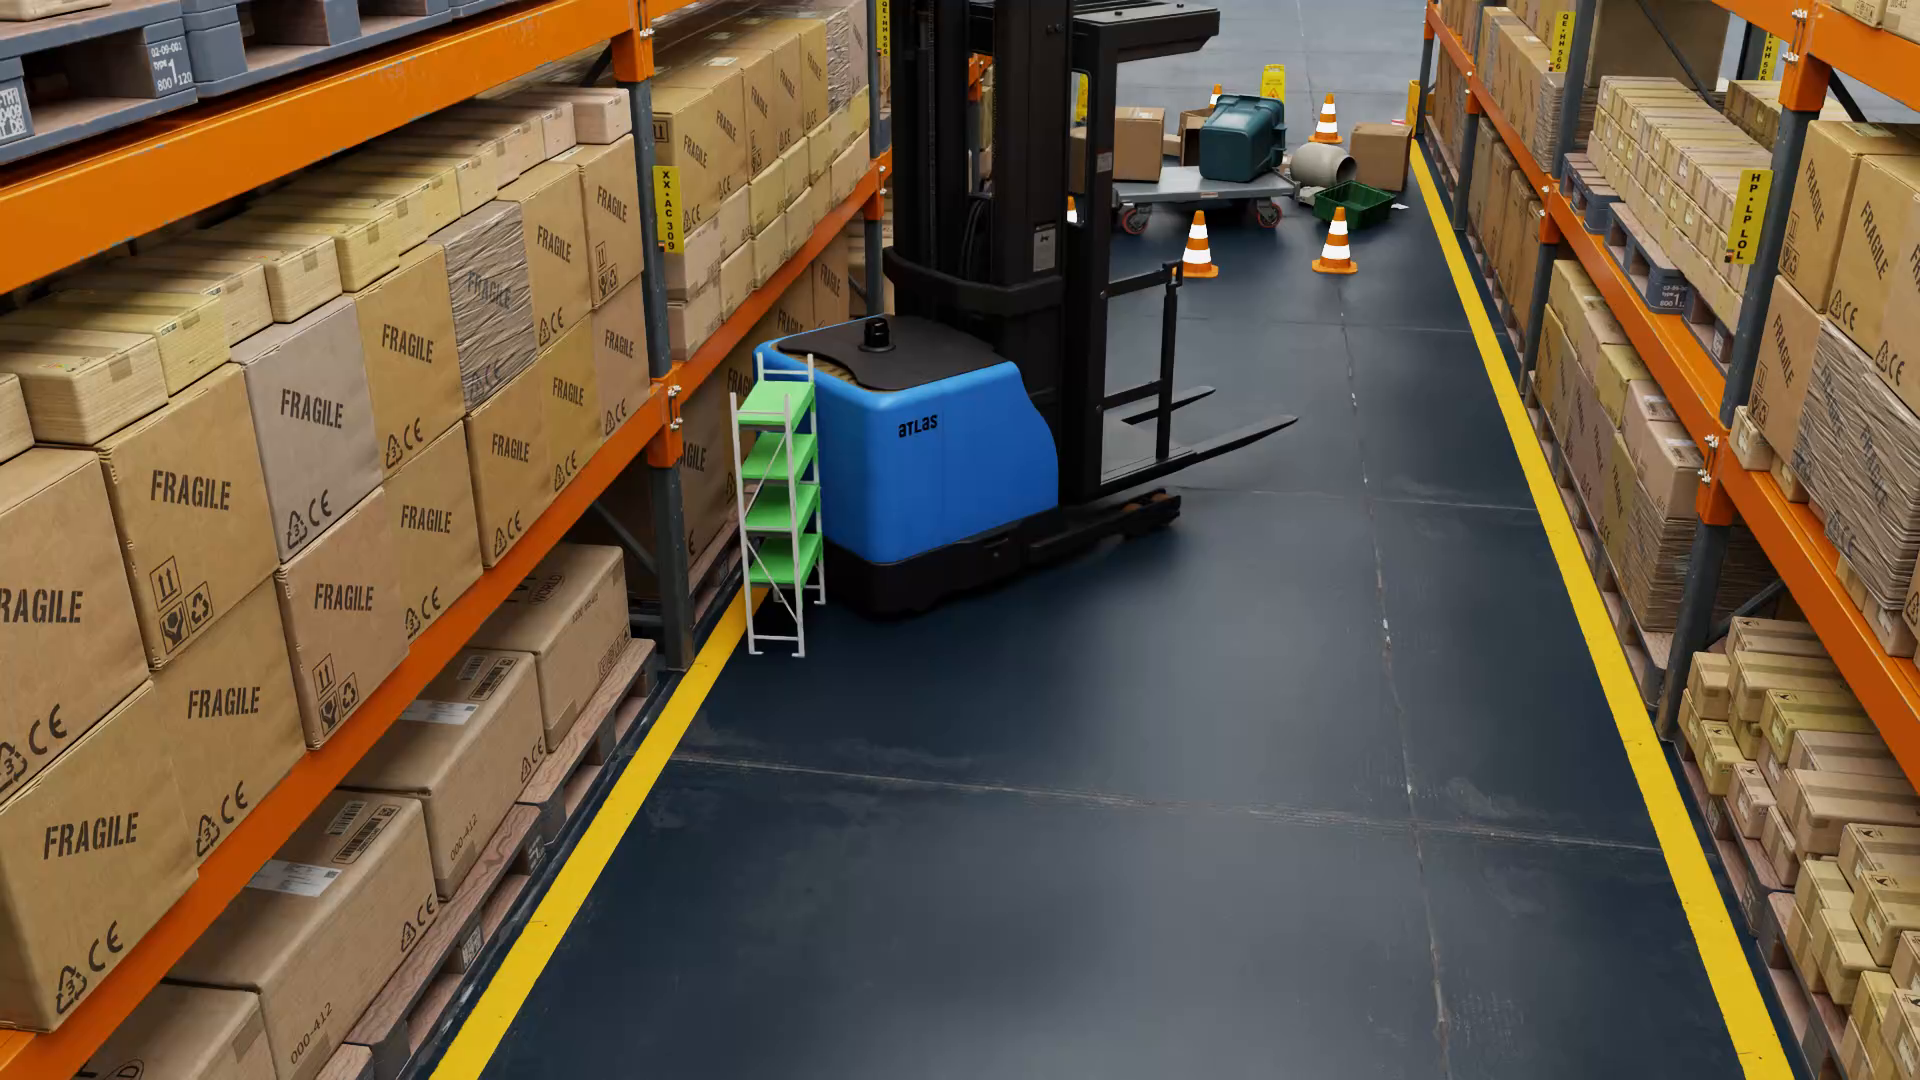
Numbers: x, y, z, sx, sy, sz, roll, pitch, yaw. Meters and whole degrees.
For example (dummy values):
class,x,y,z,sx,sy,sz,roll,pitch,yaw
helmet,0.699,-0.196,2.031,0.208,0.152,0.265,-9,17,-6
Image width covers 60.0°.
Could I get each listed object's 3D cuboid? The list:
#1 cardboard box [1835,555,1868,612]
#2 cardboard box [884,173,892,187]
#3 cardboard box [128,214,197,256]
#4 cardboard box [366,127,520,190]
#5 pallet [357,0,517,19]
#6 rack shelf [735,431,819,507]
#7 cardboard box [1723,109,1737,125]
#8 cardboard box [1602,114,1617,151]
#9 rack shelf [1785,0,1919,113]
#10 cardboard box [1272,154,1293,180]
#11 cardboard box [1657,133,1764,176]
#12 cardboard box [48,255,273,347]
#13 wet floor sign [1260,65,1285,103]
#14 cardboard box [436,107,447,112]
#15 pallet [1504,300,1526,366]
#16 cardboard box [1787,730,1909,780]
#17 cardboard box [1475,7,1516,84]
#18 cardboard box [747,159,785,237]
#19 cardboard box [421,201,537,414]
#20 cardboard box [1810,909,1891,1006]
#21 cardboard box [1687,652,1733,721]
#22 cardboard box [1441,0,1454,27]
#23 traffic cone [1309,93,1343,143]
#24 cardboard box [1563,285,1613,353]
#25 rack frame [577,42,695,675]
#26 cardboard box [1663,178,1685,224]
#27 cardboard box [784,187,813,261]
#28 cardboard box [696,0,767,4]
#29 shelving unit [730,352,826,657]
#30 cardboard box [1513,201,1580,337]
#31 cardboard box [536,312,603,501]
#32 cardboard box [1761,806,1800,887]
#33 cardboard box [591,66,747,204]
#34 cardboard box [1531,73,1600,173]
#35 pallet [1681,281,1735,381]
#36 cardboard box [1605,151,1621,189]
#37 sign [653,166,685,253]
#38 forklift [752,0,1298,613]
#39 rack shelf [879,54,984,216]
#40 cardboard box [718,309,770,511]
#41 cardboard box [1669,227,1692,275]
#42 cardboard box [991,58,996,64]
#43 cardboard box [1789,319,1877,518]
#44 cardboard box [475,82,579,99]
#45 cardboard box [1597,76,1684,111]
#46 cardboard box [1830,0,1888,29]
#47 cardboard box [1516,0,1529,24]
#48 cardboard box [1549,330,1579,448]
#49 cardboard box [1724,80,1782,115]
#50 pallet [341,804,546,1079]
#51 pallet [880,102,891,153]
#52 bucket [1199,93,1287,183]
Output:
class,x,y,z,sx,sy,sz,roll,pitch,yaw
cardboard box,2.773,0.103,4.788,0.380,0.149,0.250,4,25,9
cardboard box,-0.531,-2.675,13.032,0.950,0.372,0.625,6,26,12
cardboard box,-2.218,-0.779,4.313,0.380,0.149,0.250,5,26,10
cardboard box,-1.602,-1.177,5.165,0.380,0.149,0.250,4,25,8
pallet,-1.785,-1.827,5.181,1.003,0.211,1.213,4,25,9
rack shelf,-0.772,-0.309,7.071,0.258,0.148,0.480,2,26,6
cardboard box,4.281,-2.195,8.851,0.380,0.149,0.250,5,25,10
cardboard box,3.593,-2.131,8.715,0.380,0.149,0.250,5,26,11
rack shelf,2.932,-0.745,3.614,1.077,0.370,4.000,4,25,9
cardboard box,3.030,-3.503,15.421,0.396,0.266,0.258,8,26,18
cardboard box,3.388,-1.734,7.516,0.380,0.149,0.250,4,25,8
cardboard box,-1.820,-0.538,3.799,0.380,0.149,0.250,4,25,9
wet floor sign,3.271,-4.651,17.425,0.267,0.644,0.232,0,25,-1
cardboard box,-1.975,-1.419,5.682,0.380,0.149,0.250,4,25,9
pallet,4.116,-1.284,10.743,1.003,0.211,1.213,4,25,9
cardboard box,2.882,0.743,5.290,0.380,0.149,0.250,3,25,7
cardboard box,4.215,-3.739,12.582,0.500,0.500,0.500,4,25,9
cardboard box,-1.125,-1.602,7.721,0.500,0.250,0.500,4,25,9
cardboard box,-1.611,-0.706,4.923,0.500,0.500,0.500,4,25,9
cardboard box,2.643,1.192,4.683,0.380,0.149,0.250,4,25,9
cardboard box,2.884,0.547,6.061,0.380,0.149,0.250,5,26,11
cardboard box,4.920,-5.020,15.261,0.875,0.550,0.550,4,25,9
traffic cone,3.732,-4.295,16.880,0.336,0.463,0.334,4,25,9
cardboard box,3.478,-1.136,8.707,0.500,0.250,0.500,4,25,8
rack frame,-1.641,-0.850,6.527,1.000,3.000,0.127,4,25,9
cardboard box,3.341,-1.492,7.349,0.380,0.149,0.250,4,25,9
cardboard box,-1.036,-1.586,8.277,0.500,0.250,0.500,4,25,8
cardboard box,-1.309,-2.832,9.464,0.500,0.500,0.500,3,25,7
shelving unit,-0.770,-0.150,7.147,0.258,1.200,0.503,2,26,6
cardboard box,4.101,-1.642,10.378,1.050,0.750,0.750,4,25,8
cardboard box,-1.544,-0.468,5.593,0.500,0.500,0.500,3,25,7
cardboard box,2.857,1.010,5.421,0.380,0.149,0.250,4,25,7
cardboard box,-1.230,-1.727,7.103,0.500,0.500,0.500,4,25,8
cardboard box,3.721,-2.474,9.880,0.500,0.500,0.500,4,25,9
pallet,3.527,-0.772,6.587,1.003,0.211,1.213,4,25,9
cardboard box,3.553,-1.900,8.572,0.380,0.149,0.250,5,26,11
sign,-1.094,-1.240,6.246,0.100,0.325,0.005,4,25,9
forklift,0.486,-1.498,7.992,3.031,2.935,1.130,-19,31,-35
rack shelf,-0.661,-3.033,12.041,1.077,0.370,4.000,4,25,9
cardboard box,-1.479,-0.721,8.263,0.875,0.875,0.875,5,26,10
cardboard box,3.294,-1.240,7.161,0.380,0.149,0.250,3,25,6
cardboard box,0.191,-4.265,14.922,0.380,0.149,0.250,5,26,11
cardboard box,2.855,-0.332,4.952,0.500,0.500,0.500,4,25,9
cardboard box,-1.816,-1.552,6.730,0.500,0.500,0.500,5,26,10
cardboard box,3.645,-2.386,8.909,0.380,0.149,0.250,4,25,9
cardboard box,2.923,-1.664,4.906,0.500,0.250,0.500,5,26,11
cardboard box,4.409,-3.970,11.895,0.700,0.500,0.500,4,25,8
cardboard box,3.466,-0.791,8.856,0.500,0.500,0.500,4,25,9
cardboard box,4.285,-2.331,8.791,0.380,0.149,0.250,3,25,6
pallet,-2.040,1.238,5.357,1.003,0.211,1.213,4,25,9
pallet,-0.976,-2.741,10.794,1.213,0.211,1.003,4,25,9
bucket,2.314,-3.317,13.868,0.726,0.611,0.620,13,38,26
